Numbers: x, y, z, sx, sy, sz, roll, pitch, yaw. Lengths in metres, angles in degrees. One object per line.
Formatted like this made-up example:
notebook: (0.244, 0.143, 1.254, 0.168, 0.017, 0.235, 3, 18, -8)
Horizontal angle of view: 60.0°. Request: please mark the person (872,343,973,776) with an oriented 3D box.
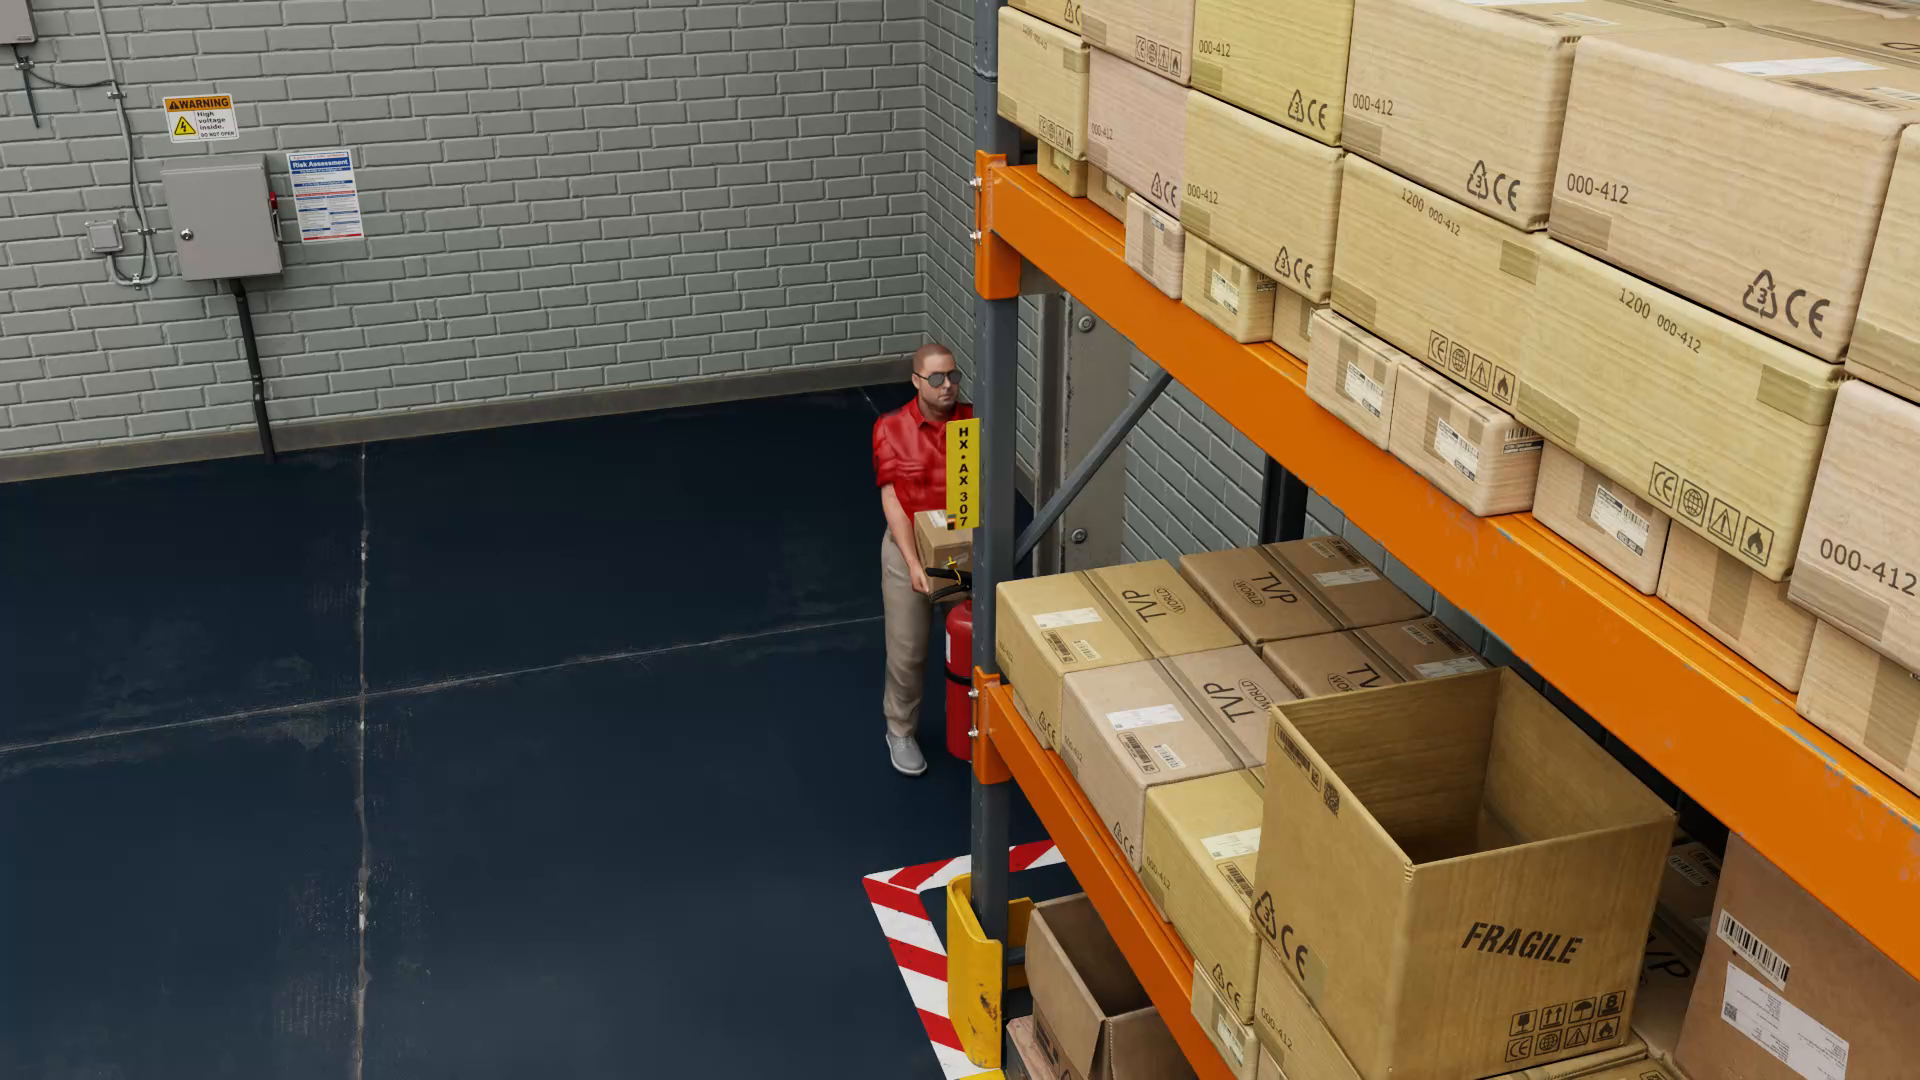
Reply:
person: (-0.055, 0.113, 6.415, 0.493, 1.712, 0.530, -8, 27, -16)
